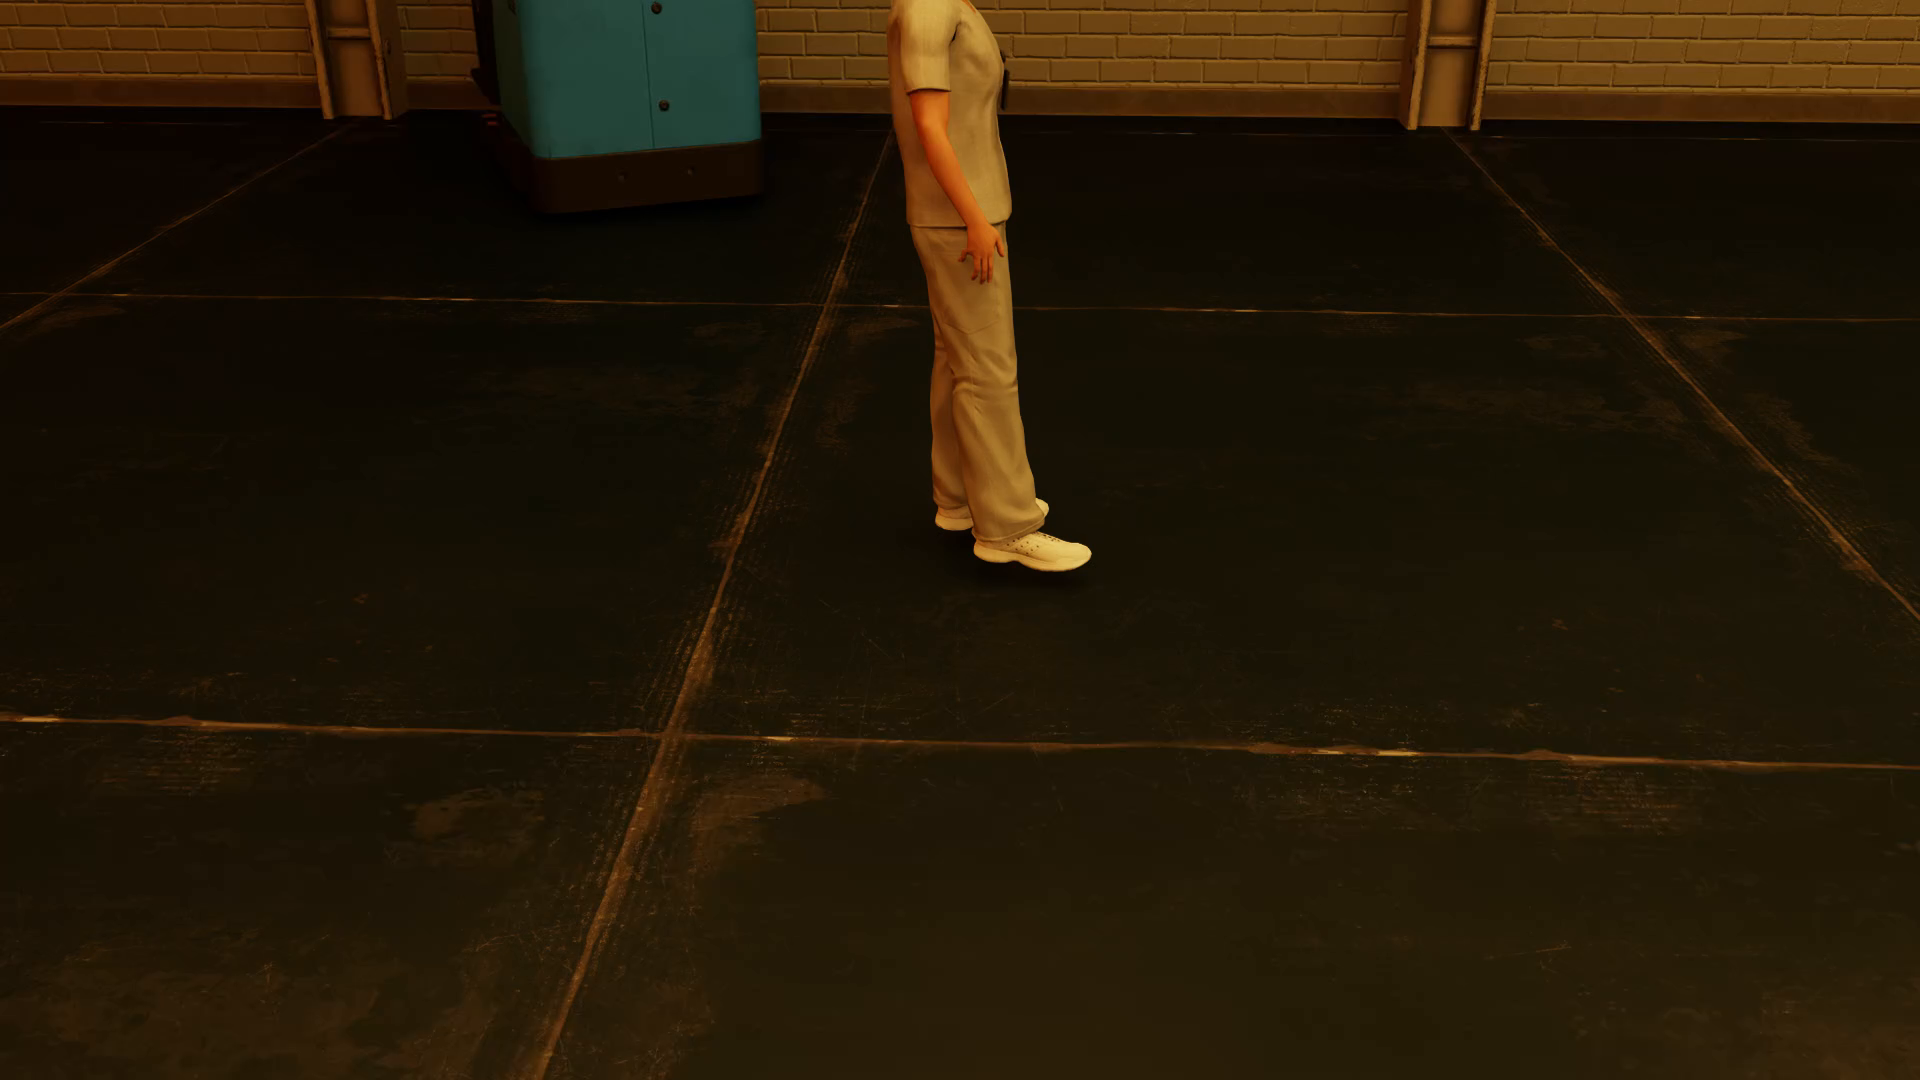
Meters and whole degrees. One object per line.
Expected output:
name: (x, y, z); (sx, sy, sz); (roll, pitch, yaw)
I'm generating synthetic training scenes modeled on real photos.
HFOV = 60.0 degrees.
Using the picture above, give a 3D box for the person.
person: (0.073, -0.787, 4.115); (0.549, 1.675, 0.549); (1, 26, 2)

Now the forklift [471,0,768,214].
forklift: (-1.892, -3.361, 8.022); (1.130, 2.935, 3.031); (-10, 28, -19)
